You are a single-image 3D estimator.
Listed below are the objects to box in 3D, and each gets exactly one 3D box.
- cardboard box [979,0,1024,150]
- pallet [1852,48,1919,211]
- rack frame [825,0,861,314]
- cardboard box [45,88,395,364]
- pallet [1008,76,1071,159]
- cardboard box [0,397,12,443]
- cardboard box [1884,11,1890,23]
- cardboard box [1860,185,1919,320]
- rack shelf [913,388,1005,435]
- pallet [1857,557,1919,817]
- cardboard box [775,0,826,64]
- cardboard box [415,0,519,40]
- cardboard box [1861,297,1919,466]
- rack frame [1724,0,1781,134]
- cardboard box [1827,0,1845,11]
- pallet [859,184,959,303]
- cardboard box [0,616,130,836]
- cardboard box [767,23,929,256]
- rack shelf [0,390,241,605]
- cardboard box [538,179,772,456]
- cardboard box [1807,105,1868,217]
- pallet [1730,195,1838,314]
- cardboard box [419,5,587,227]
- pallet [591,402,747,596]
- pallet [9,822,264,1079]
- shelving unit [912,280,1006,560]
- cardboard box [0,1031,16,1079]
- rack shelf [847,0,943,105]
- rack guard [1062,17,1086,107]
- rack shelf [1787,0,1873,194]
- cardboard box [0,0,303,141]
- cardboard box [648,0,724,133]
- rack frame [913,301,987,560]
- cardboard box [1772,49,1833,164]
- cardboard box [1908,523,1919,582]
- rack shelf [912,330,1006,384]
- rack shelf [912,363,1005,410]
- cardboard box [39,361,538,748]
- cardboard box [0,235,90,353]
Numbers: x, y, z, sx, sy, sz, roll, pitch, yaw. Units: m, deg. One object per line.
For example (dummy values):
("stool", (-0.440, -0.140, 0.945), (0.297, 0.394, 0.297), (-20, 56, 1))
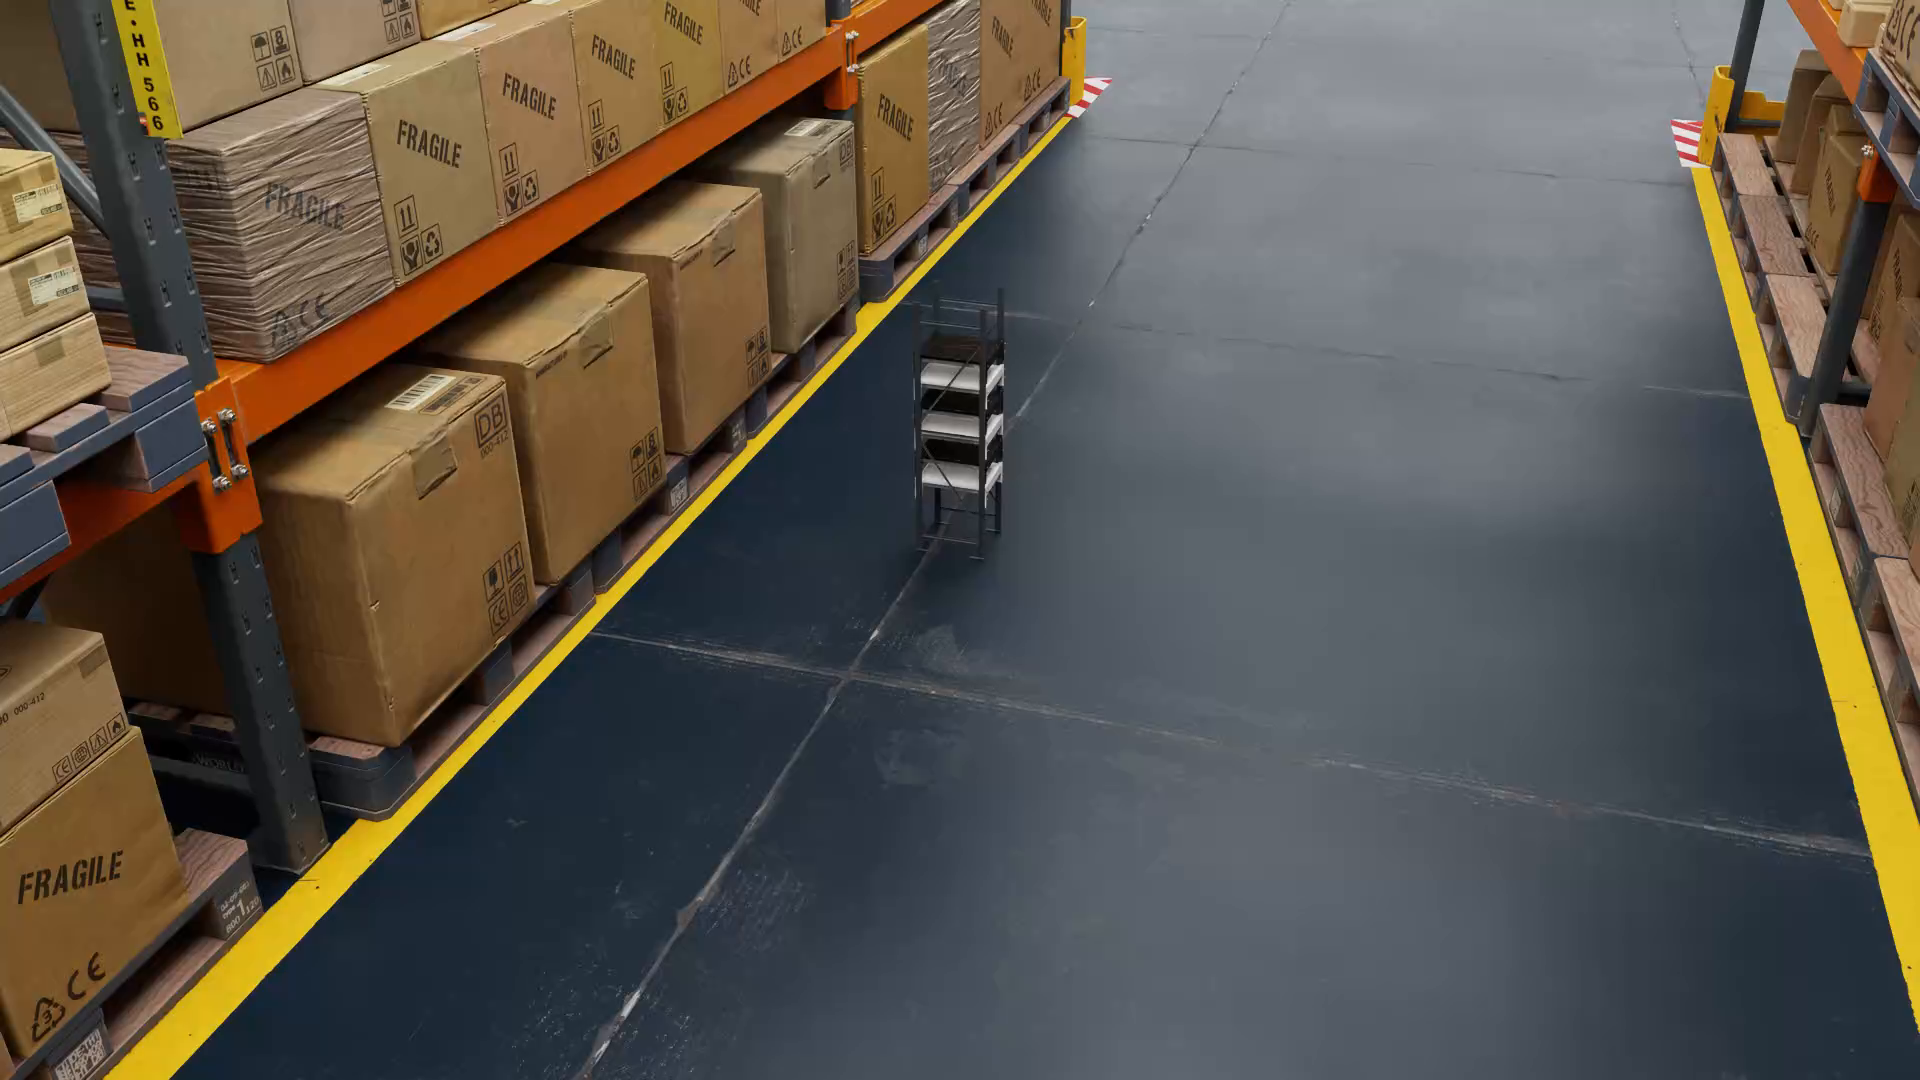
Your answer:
("cardboard box", (-0.171, -2.793, 9.439), (0.875, 0.875, 0.875), (8, 30, 14))
("pallet", (3.395, -1.240, 5.091), (1.003, 0.211, 1.213), (8, 30, 15))
("rack frame", (-0.953, -2.413, 7.003), (1.000, 3.000, 0.127), (8, 30, 15))
("cardboard box", (-1.737, -0.768, 3.942), (0.500, 0.500, 0.500), (9, 30, 15))
("pallet", (0.061, -2.671, 10.334), (1.003, 0.211, 1.213), (8, 30, 15))
("cardboard box", (-1.907, -0.218, 2.883), (0.380, 0.149, 0.250), (8, 30, 15))
("cardboard box", (3.754, -1.913, 6.362), (0.380, 0.149, 0.250), (8, 30, 15))
("cardboard box", (4.075, -1.197, 6.956), (0.500, 0.500, 0.500), (19, 34, 30))
("rack shelf", (-0.002, -0.439, 5.497), (0.258, 0.077, 0.200), (8, 30, 15))
("pallet", (3.175, 0.491, 4.650), (1.003, 0.211, 1.213), (8, 30, 15))
("cardboard box", (-0.851, -2.176, 6.474), (0.500, 0.500, 0.500), (8, 30, 15))
("cardboard box", (-1.690, -1.716, 4.618), (0.700, 0.500, 0.500), (8, 30, 14))
("cardboard box", (3.558, -0.476, 5.639), (0.700, 0.500, 0.500), (6, 30, 11))
("rack frame", (4.933, -3.517, 8.987), (1.000, 3.000, 0.127), (8, 30, 15))
("cardboard box", (3.995, -2.386, 7.211), (0.380, 0.149, 0.250), (8, 30, 15))
("pallet", (-0.655, -1.537, 8.296), (1.003, 0.211, 1.213), (8, 30, 15))
("cardboard box", (-2.077, 0.382, 3.346), (0.500, 0.250, 0.500), (8, 30, 14))
("cardboard box", (-0.702, -1.951, 7.924), (0.875, 0.875, 0.875), (9, 30, 16))
("rack shelf", (-2.714, 0.689, 2.165), (1.077, 0.370, 4.000), (8, 30, 15))
("cardboard box", (-1.336, -0.865, 6.101), (1.050, 0.750, 0.750), (8, 30, 15))
("cardboard box", (4.389, -1.750, 7.949), (0.500, 0.500, 0.500), (11, 31, 20))
("pallet", (4.278, -1.326, 7.916), (1.003, 0.211, 1.213), (8, 30, 15))
("cardboard box", (-1.442, -1.239, 4.789), (0.500, 0.500, 0.500), (8, 30, 15))
("pallet", (-1.464, -0.257, 5.994), (1.003, 0.211, 1.213), (8, 30, 15))
("pallet", (-2.358, 1.027, 3.686), (1.003, 0.211, 1.213), (8, 30, 15))
("shelving unit", (-0.002, -0.389, 5.524), (0.258, 0.900, 0.210), (8, 30, 15))
("cardboard box", (-2.226, 0.938, 3.117), (0.500, 0.500, 0.500), (10, 31, 17))
("rack shelf", (-0.366, -3.028, 8.848), (1.077, 0.370, 4.000), (8, 30, 15))
("rack guard", (0.228, -3.191, 10.972), (1.175, 0.500, 0.348), (8, 30, 15))
("rack shelf", (4.346, -2.274, 7.491), (1.077, 0.370, 4.000), (8, 30, 15))
("cardboard box", (-1.986, -1.242, 3.766), (0.700, 0.500, 0.500), (8, 30, 15))
("cardboard box", (-1.147, -1.707, 5.629), (0.500, 0.500, 0.500), (9, 30, 15))
("rack frame", (-0.032, -0.342, 5.440), (0.240, 0.900, 0.006), (8, 30, 15))
("cardboard box", (4.733, -2.321, 8.976), (0.500, 0.500, 0.500), (14, 32, 24))
("cardboard box", (3.236, 0.003, 4.778), (0.700, 0.500, 0.500), (6, 30, 11))
("rack shelf", (-0.002, -0.596, 5.409), (0.258, 0.077, 0.200), (8, 30, 15))
("rack shelf", (-0.002, -0.518, 5.453), (0.258, 0.077, 0.200), (8, 30, 15))
("cardboard box", (-1.863, -0.025, 4.591), (1.050, 0.750, 0.750), (8, 30, 14))
("cardboard box", (-1.837, -0.464, 3.018), (0.380, 0.149, 0.250), (9, 30, 16))
